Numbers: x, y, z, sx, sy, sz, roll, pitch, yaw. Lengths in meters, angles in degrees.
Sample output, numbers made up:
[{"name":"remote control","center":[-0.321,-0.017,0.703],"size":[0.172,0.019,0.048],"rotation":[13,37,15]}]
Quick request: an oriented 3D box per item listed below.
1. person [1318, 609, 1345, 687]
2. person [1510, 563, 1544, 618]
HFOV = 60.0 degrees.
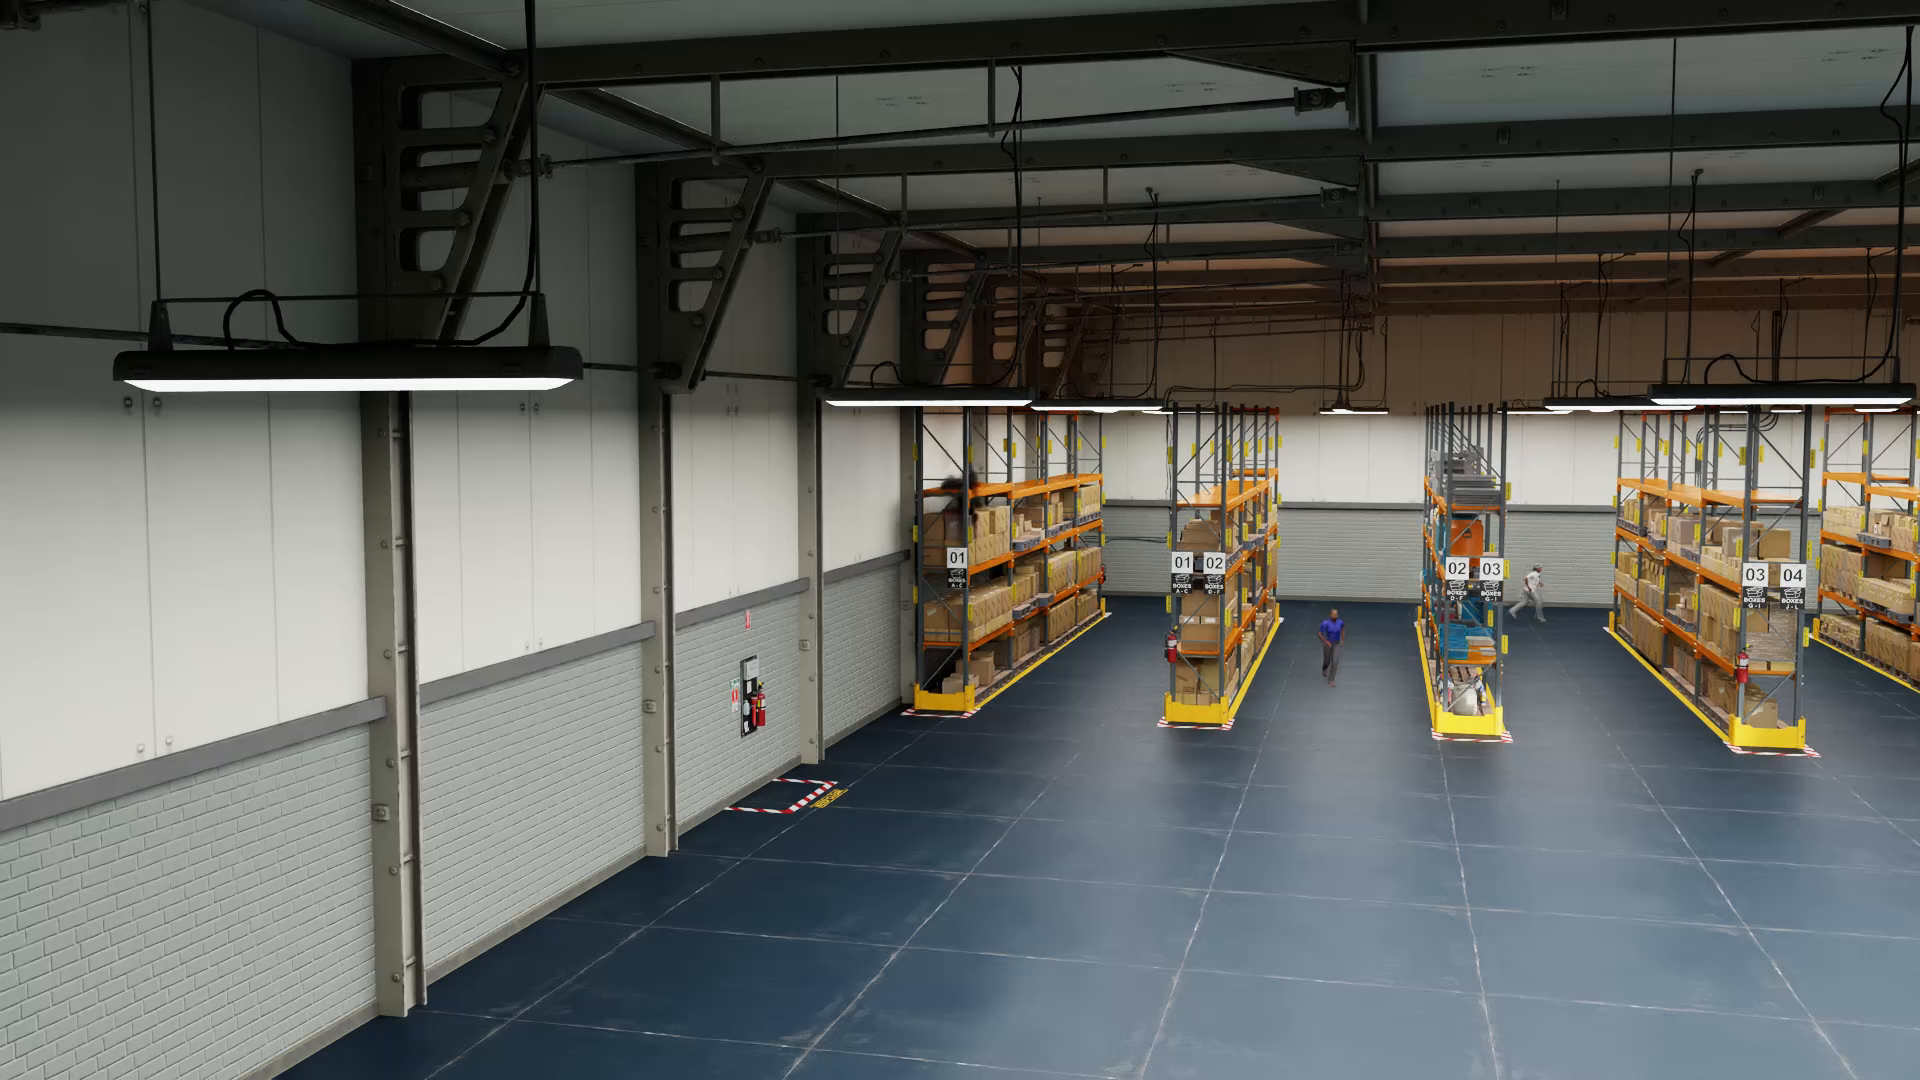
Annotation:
[{"name":"person","center":[7.971,2.288,35.662],"size":[0.599,1.647,0.867],"rotation":[0,4,-2]},{"name":"person","center":[15.872,1.389,46.490],"size":[0.917,1.526,0.581],"rotation":[1,4,17]}]
